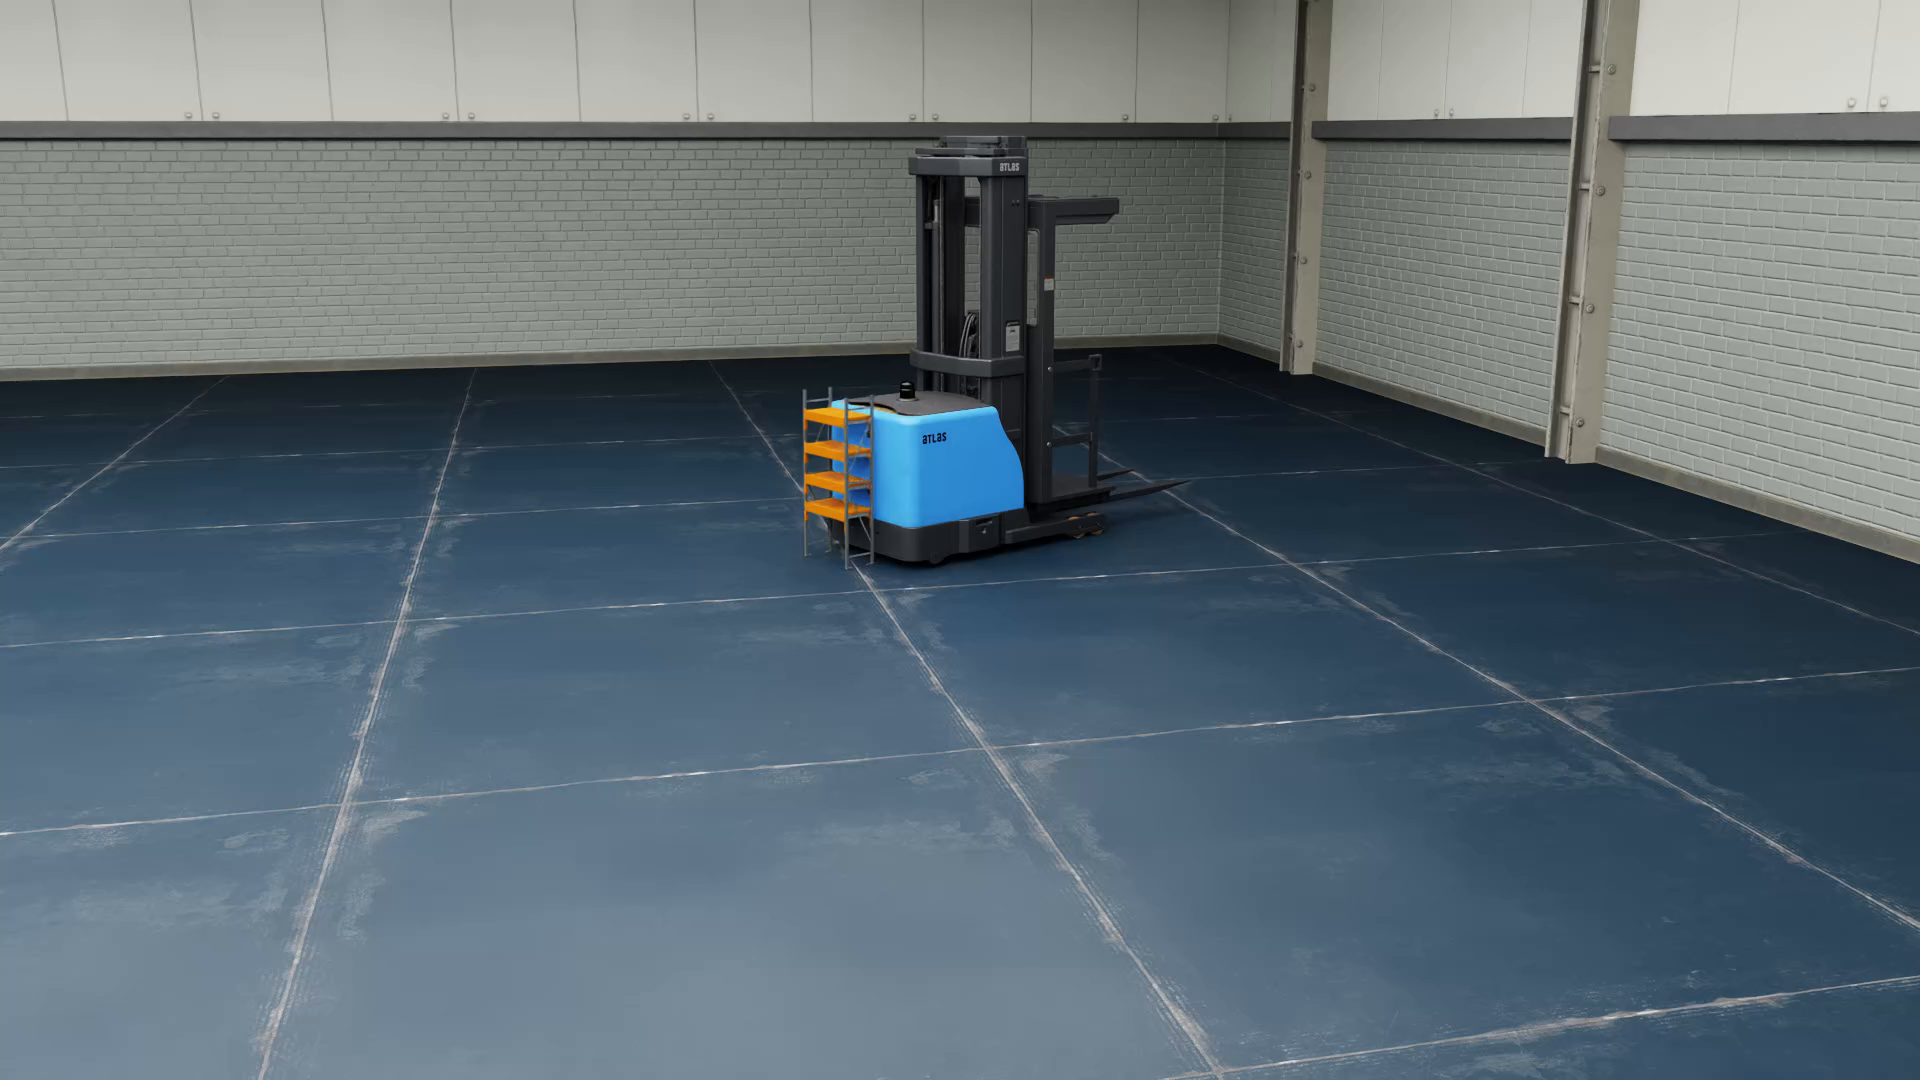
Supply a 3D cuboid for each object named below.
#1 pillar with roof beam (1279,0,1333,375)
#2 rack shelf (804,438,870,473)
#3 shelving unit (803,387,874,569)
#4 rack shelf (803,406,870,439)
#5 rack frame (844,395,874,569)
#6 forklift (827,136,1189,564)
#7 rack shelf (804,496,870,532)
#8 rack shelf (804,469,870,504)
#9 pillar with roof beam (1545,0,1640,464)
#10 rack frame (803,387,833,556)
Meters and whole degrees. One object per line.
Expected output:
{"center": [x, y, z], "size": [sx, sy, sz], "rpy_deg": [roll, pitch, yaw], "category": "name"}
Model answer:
{"center": [0.106, -6.270, 19.132], "size": [9.100, 9.000, 0.400], "rpy_deg": [-3, 14, -13], "category": "pillar with roof beam"}
{"center": [-0.853, -0.595, 11.667], "size": [0.258, 0.148, 0.480], "rpy_deg": [-10, 17, -39], "category": "rack shelf"}
{"center": [-0.855, -0.443, 11.703], "size": [0.258, 1.200, 0.503], "rpy_deg": [-10, 17, -39], "category": "shelving unit"}
{"center": [-0.851, -0.825, 11.613], "size": [0.258, 0.148, 0.480], "rpy_deg": [-10, 17, -39], "category": "rack shelf"}
{"center": [-0.697, -0.399, 11.522], "size": [0.240, 1.200, 0.015], "rpy_deg": [-10, 17, -39], "category": "rack frame"}
{"center": [0.480, -1.520, 12.471], "size": [3.031, 2.935, 1.130], "rpy_deg": [-11, 18, -39], "category": "forklift"}
{"center": [-0.858, -0.184, 11.764], "size": [0.258, 0.148, 0.480], "rpy_deg": [-10, 17, -39], "category": "rack shelf"}
{"center": [-0.856, -0.377, 11.718], "size": [0.258, 0.148, 0.480], "rpy_deg": [-10, 17, -39], "category": "rack shelf"}
{"center": [1.515, -4.886, 13.466], "size": [9.100, 9.000, 0.400], "rpy_deg": [-3, 14, -13], "category": "pillar with roof beam"}
{"center": [-1.013, -0.487, 11.884], "size": [0.240, 1.200, 0.015], "rpy_deg": [-10, 17, -39], "category": "rack frame"}
